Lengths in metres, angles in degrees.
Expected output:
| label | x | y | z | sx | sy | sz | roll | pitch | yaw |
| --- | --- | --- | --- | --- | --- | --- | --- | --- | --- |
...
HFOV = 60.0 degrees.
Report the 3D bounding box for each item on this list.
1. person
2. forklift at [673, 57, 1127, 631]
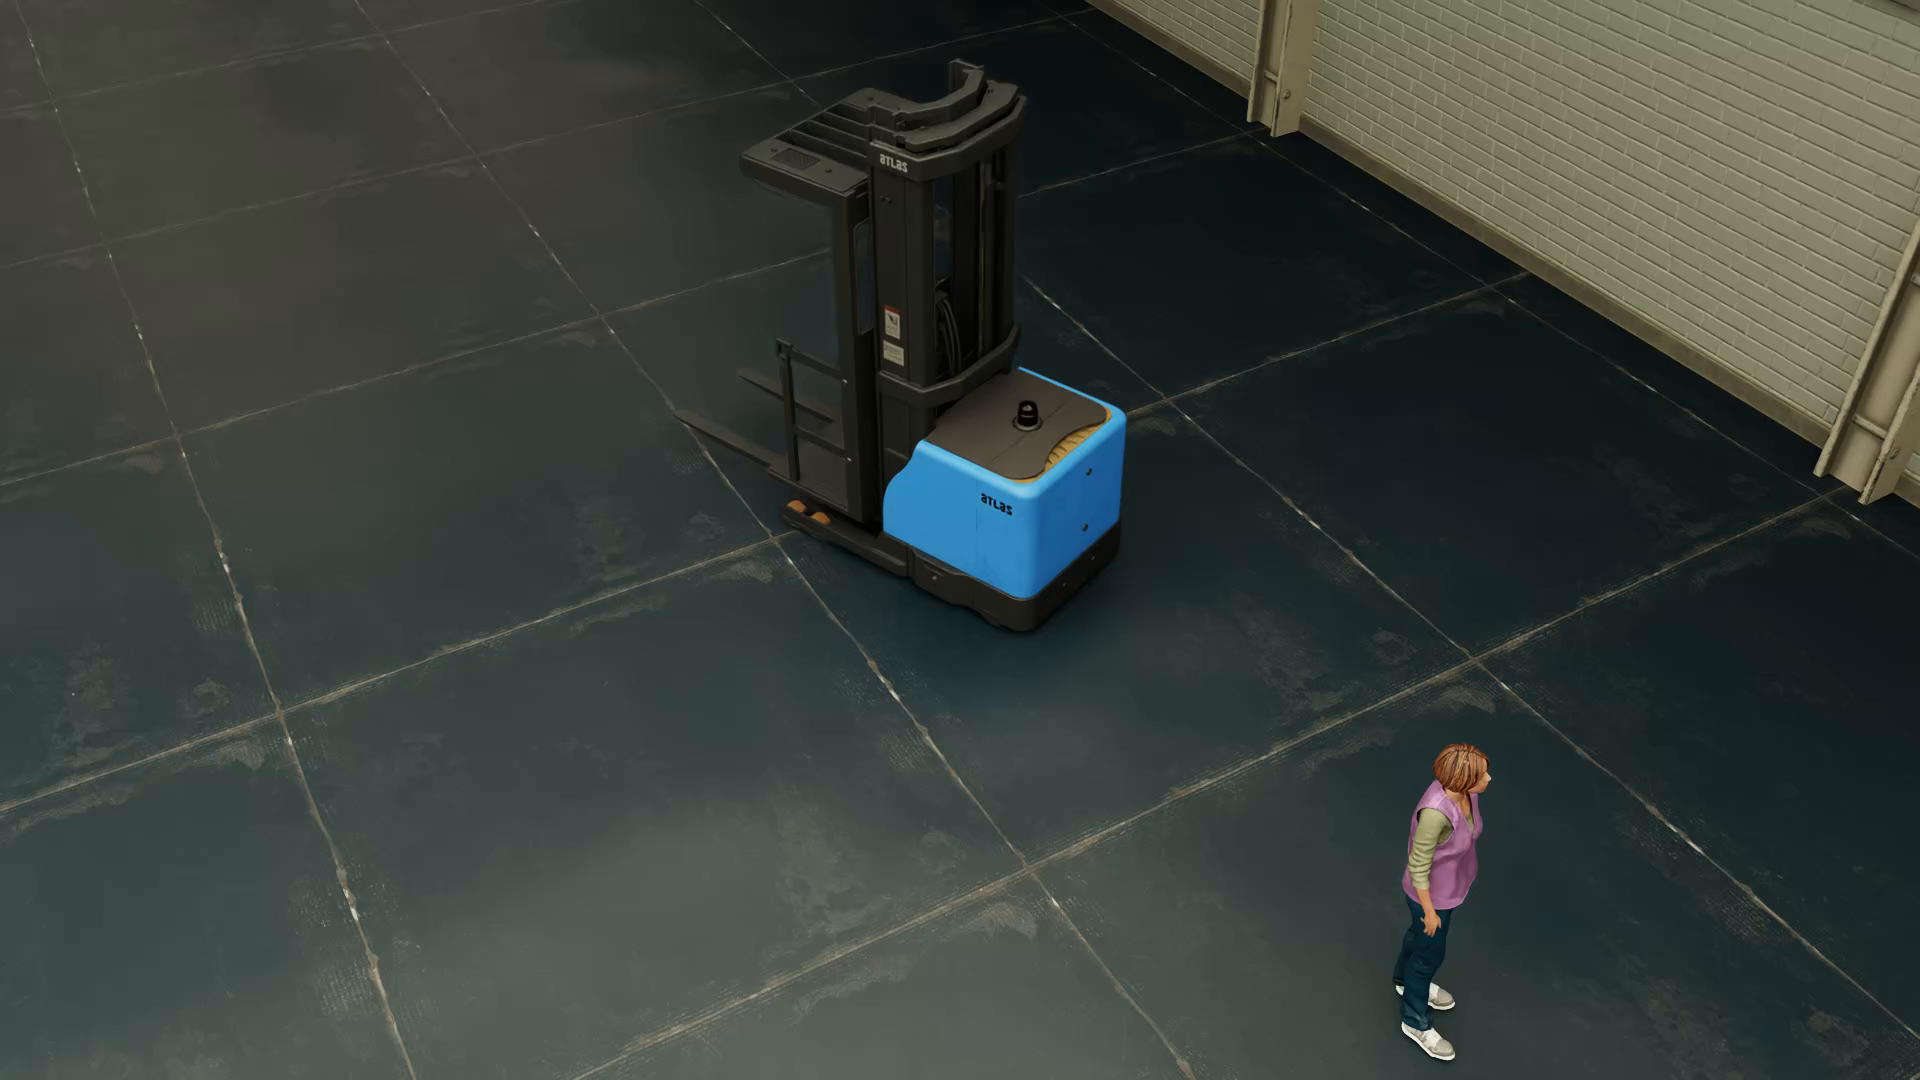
| label | x | y | z | sx | sy | sz | roll | pitch | yaw |
| --- | --- | --- | --- | --- | --- | --- | --- | --- | --- |
| person | 2.145 | 1.531 | 7.224 | 0.475 | 1.597 | 0.520 | 23 | 45 | 25 |
| forklift | -0.501 | -1.376 | 9.695 | 3.031 | 2.935 | 1.130 | 26 | 46 | 28 |
